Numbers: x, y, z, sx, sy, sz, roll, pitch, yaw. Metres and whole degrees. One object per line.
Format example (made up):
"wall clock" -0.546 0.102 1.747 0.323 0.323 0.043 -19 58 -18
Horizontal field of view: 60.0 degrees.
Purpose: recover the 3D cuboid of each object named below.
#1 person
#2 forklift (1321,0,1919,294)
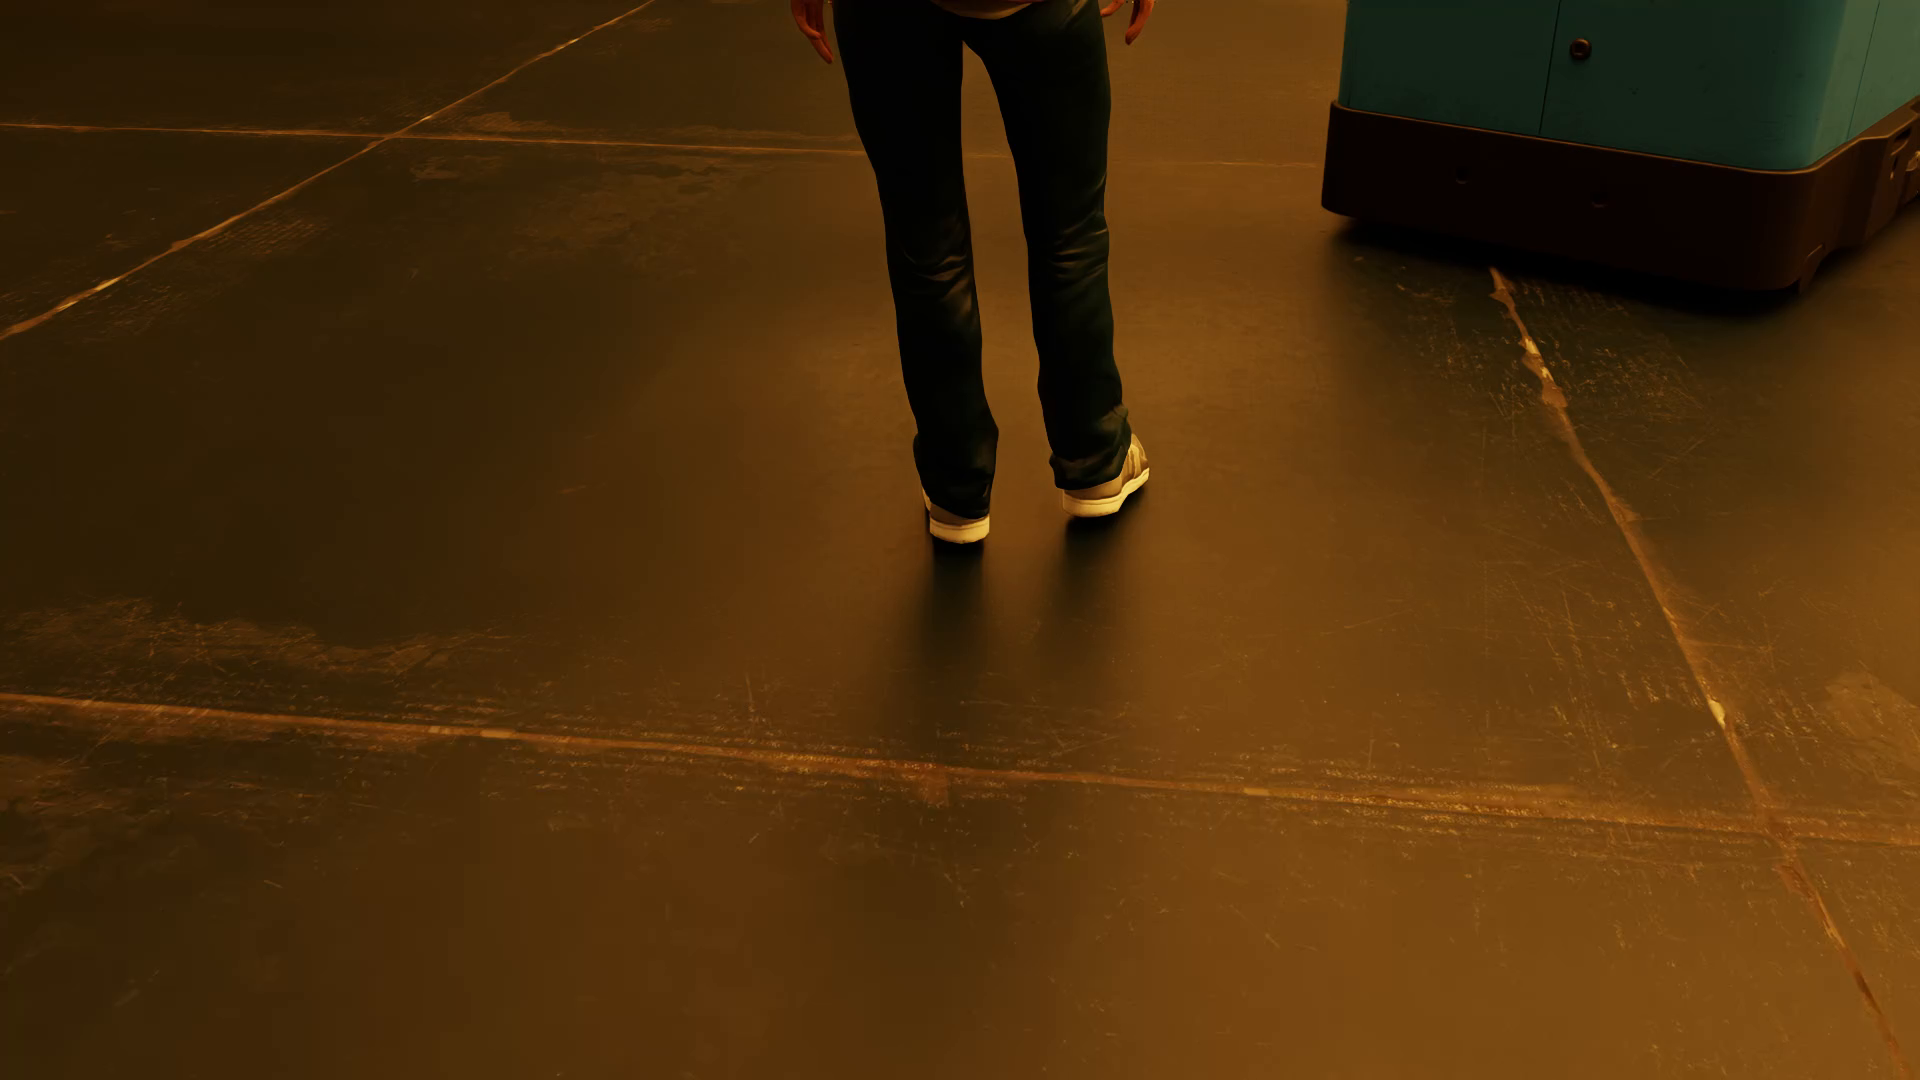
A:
"person" 0.024 -0.754 2.205 0.520 1.599 0.473 3 27 7
"forklift" 2.177 -2.397 4.021 1.130 2.935 3.031 20 33 35
